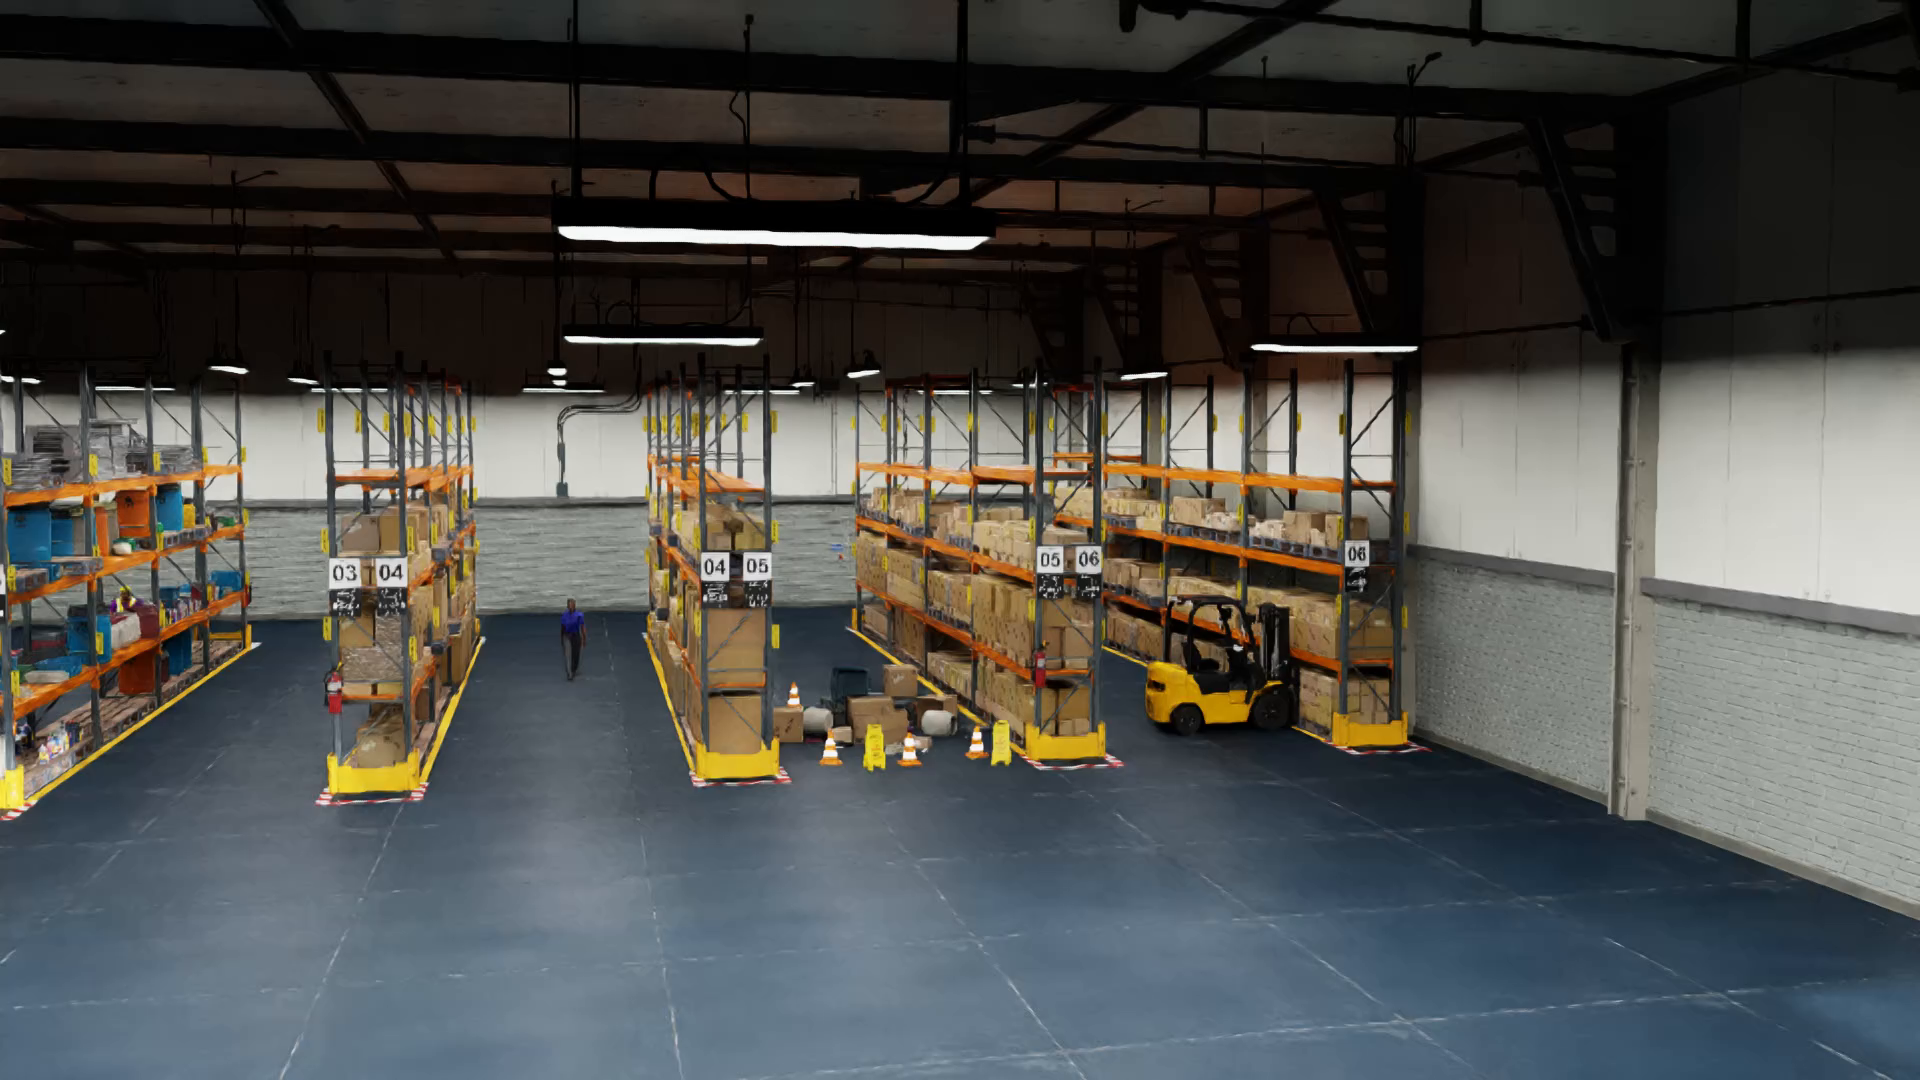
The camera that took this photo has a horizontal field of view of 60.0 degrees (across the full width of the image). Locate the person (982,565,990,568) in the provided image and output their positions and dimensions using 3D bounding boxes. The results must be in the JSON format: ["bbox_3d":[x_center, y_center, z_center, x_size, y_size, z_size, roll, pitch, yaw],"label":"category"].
[{"bbox_3d":[0.641,1.356,40.236,0.391,1.674,0.572,-1,4,-8],"label":"person"}]

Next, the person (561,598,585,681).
[{"bbox_3d":[-7.585,1.929,32.614,0.461,1.596,0.999,-1,4,-14],"label":"person"}]

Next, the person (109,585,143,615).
[{"bbox_3d":[-17.173,1.768,34.300,0.719,1.714,0.578,-1,4,-14],"label":"person"}]
